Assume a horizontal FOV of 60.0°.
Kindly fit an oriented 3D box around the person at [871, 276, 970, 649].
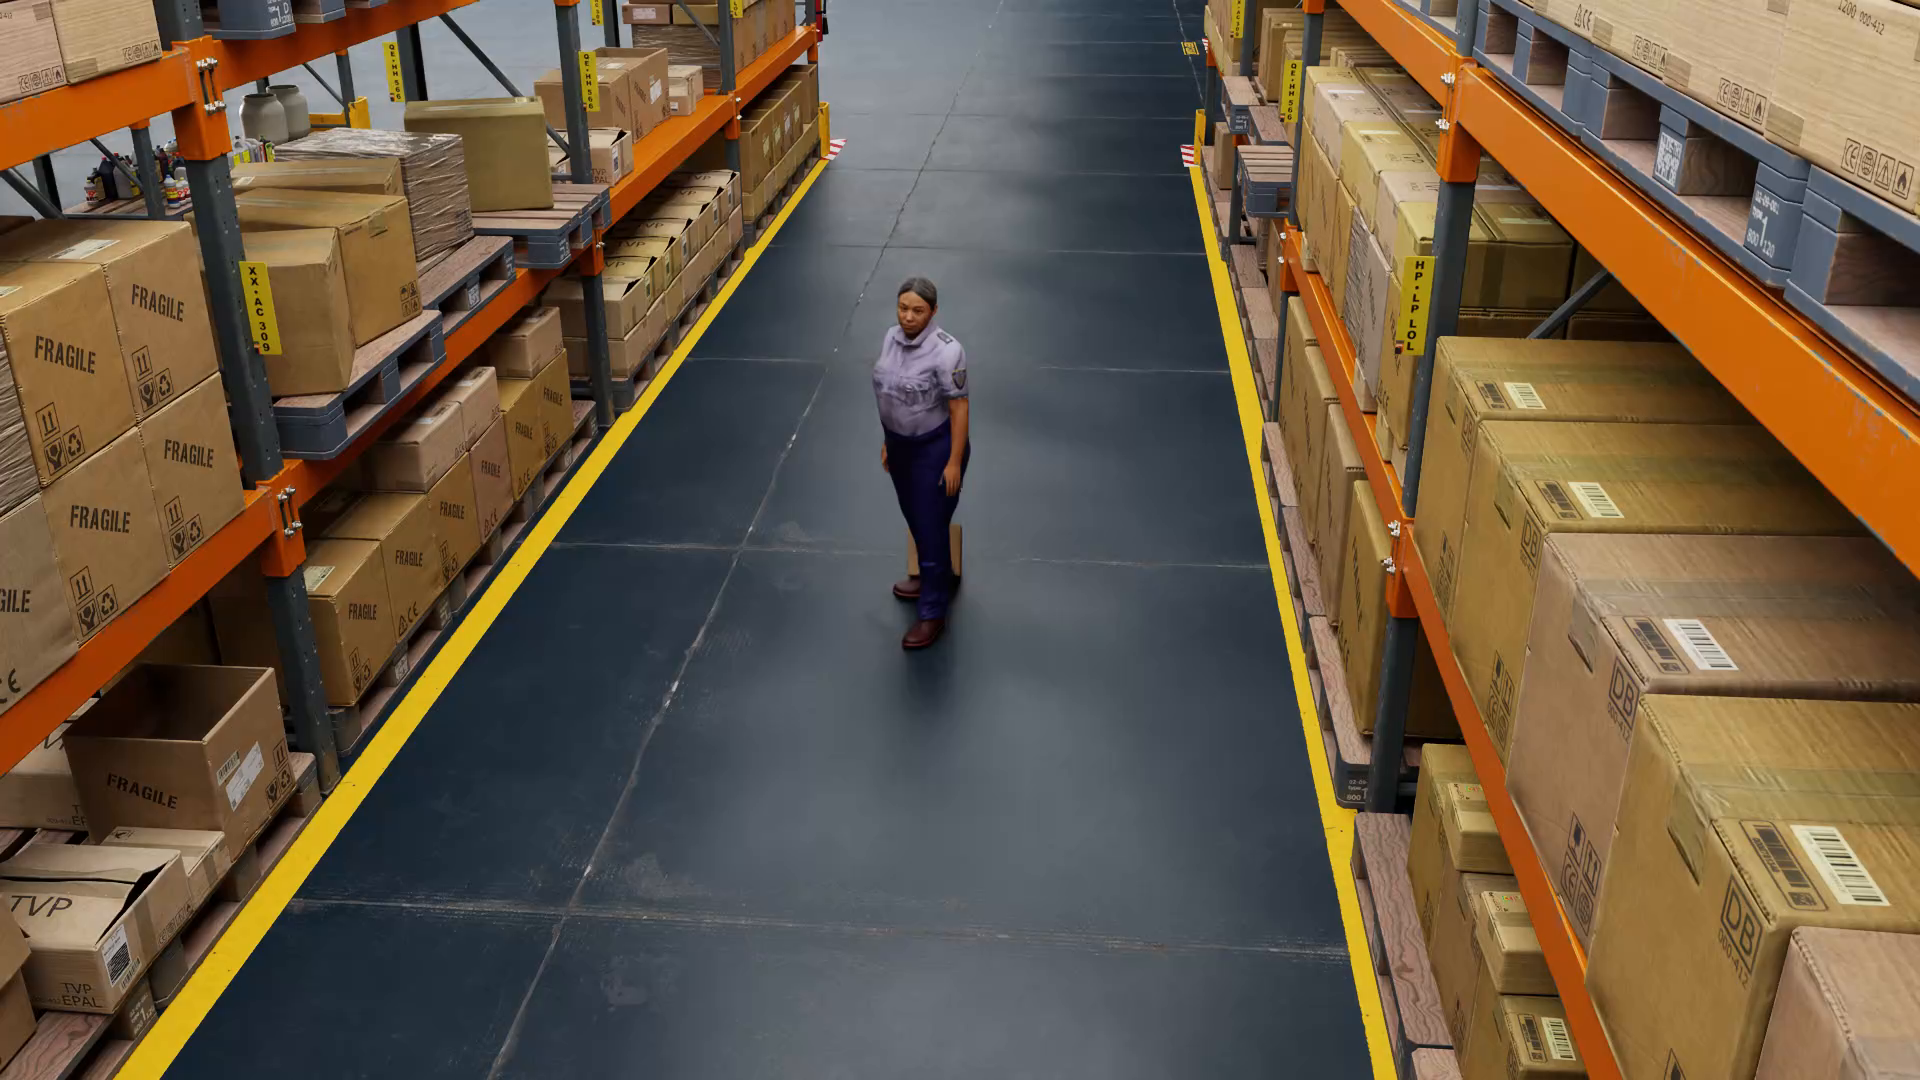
[{"bbox_3d":[-0.182,-0.394,7.459,0.526,1.647,0.531,-18,30,-35],"label":"person"}]
